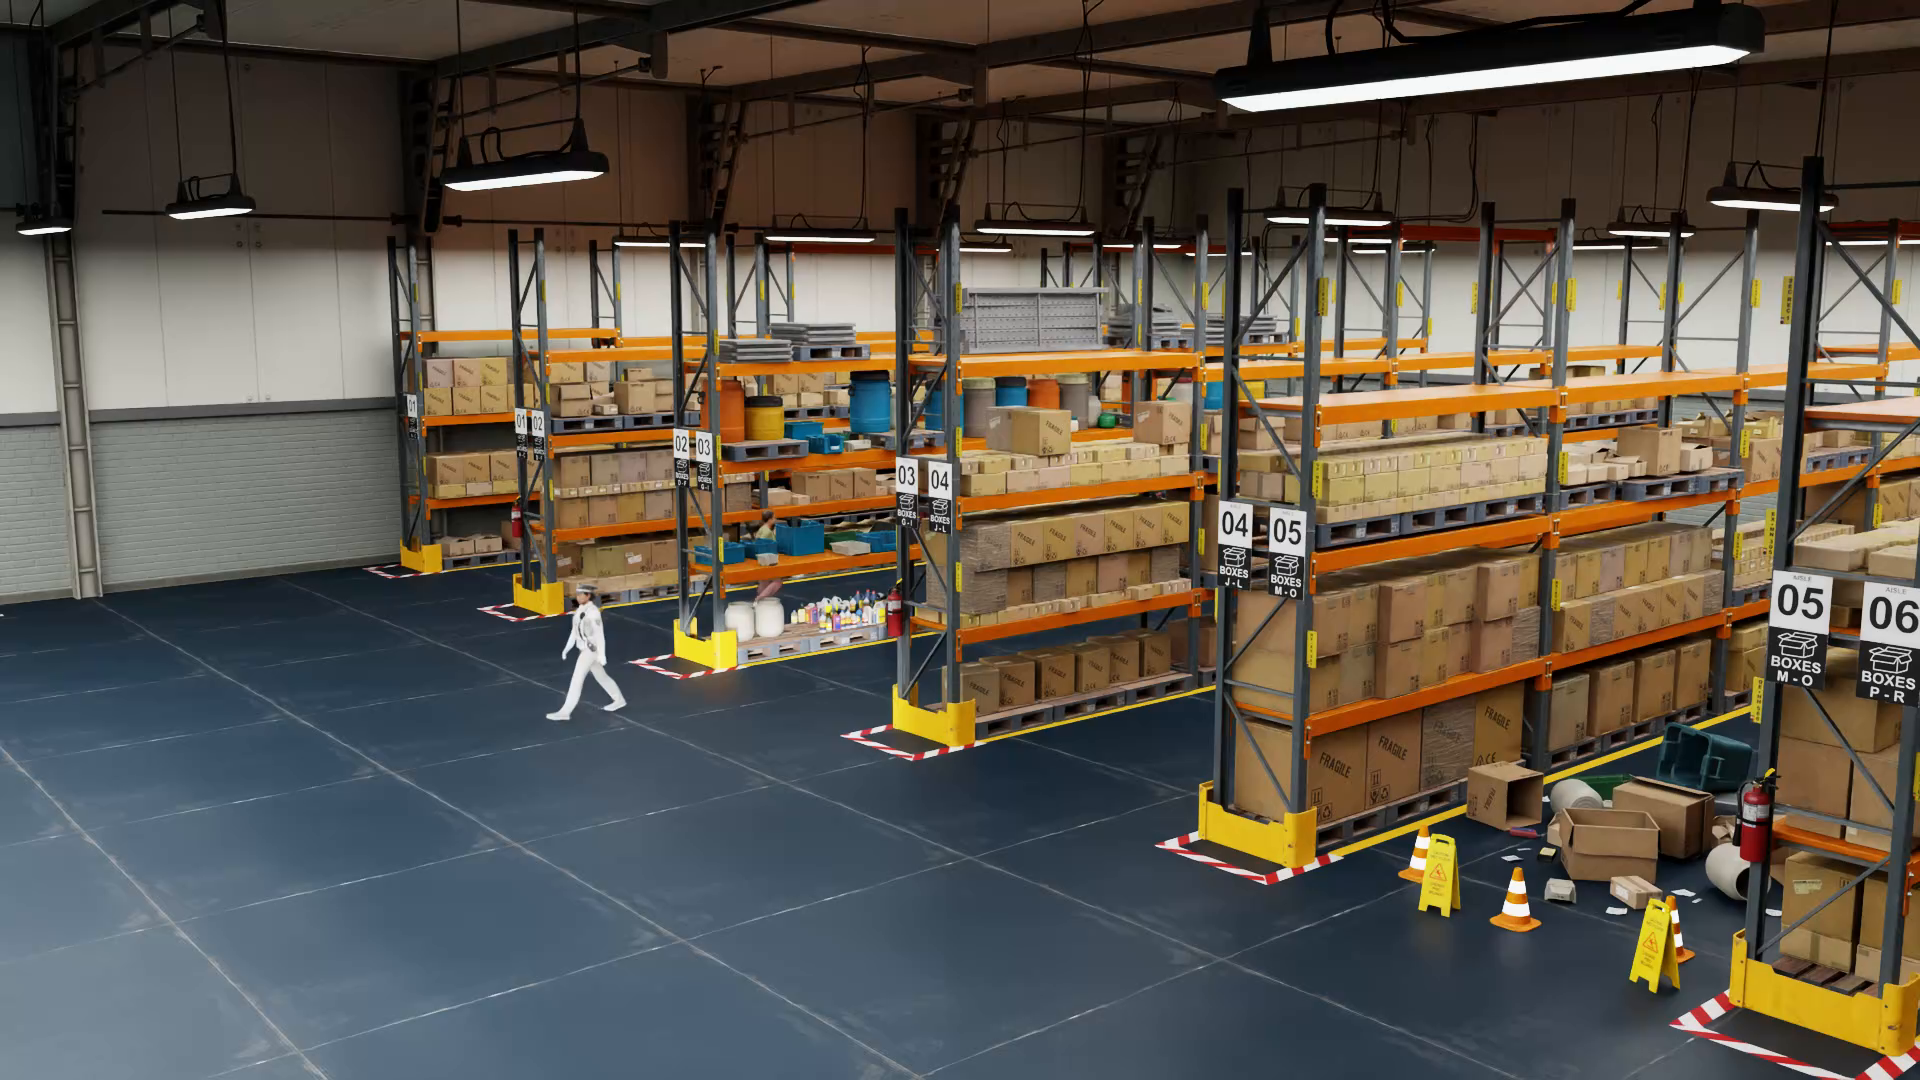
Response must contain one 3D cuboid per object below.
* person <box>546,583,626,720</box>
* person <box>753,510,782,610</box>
[{"bbox_3d":[-4.496,1.302,19.879,1.040,1.613,0.514,-4,10,-27],"label":"person"},{"bbox_3d":[-3.060,0.359,25.960,0.471,1.659,0.511,-5,10,-30],"label":"person"}]
